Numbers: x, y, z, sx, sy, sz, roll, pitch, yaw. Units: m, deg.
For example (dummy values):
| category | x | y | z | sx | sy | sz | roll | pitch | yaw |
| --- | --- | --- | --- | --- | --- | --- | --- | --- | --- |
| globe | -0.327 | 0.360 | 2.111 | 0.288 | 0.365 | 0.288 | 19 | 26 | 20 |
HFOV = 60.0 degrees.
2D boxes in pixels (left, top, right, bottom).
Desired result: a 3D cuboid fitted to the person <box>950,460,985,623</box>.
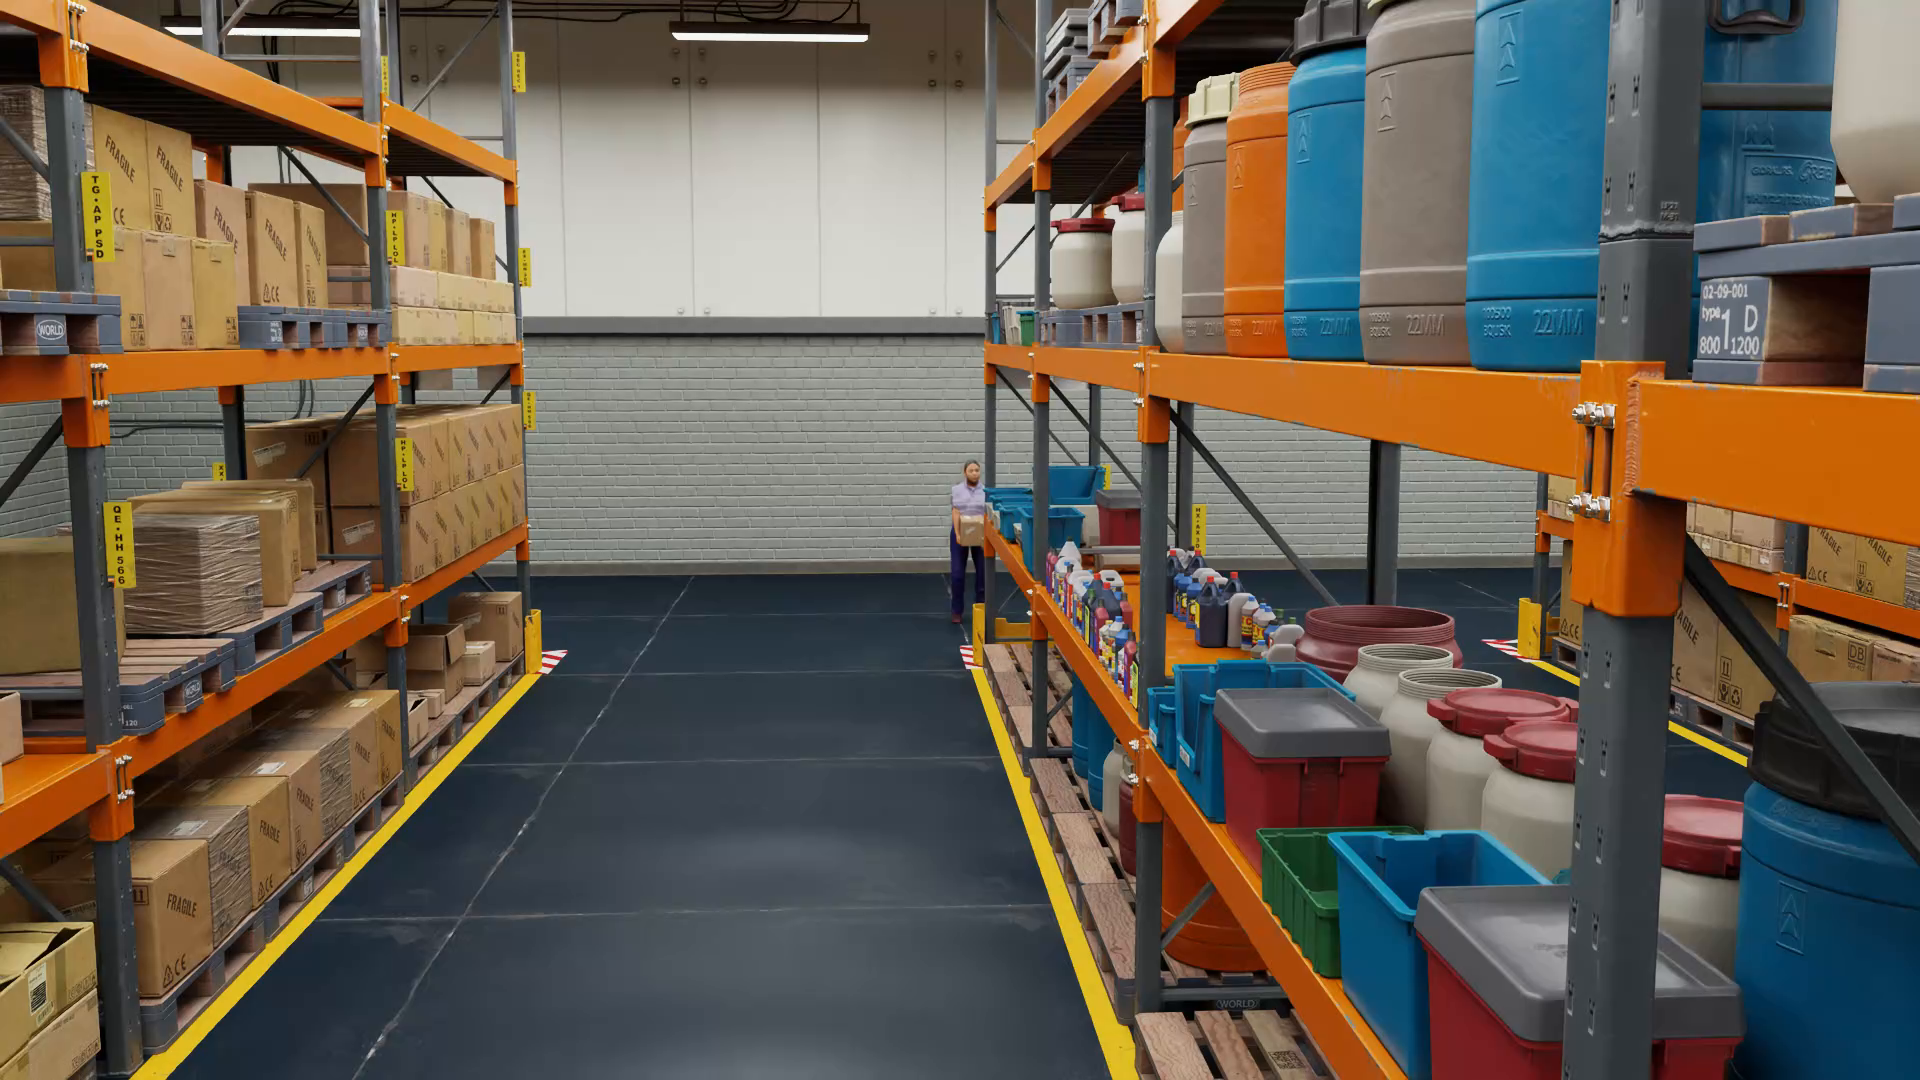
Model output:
| category | x | y | z | sx | sy | sz | roll | pitch | yaw |
| --- | --- | --- | --- | --- | --- | --- | --- | --- | --- |
| person | 0.121 | 0.019 | 16.705 | 0.435 | 1.647 | 0.528 | -1 | 7 | -5 |
